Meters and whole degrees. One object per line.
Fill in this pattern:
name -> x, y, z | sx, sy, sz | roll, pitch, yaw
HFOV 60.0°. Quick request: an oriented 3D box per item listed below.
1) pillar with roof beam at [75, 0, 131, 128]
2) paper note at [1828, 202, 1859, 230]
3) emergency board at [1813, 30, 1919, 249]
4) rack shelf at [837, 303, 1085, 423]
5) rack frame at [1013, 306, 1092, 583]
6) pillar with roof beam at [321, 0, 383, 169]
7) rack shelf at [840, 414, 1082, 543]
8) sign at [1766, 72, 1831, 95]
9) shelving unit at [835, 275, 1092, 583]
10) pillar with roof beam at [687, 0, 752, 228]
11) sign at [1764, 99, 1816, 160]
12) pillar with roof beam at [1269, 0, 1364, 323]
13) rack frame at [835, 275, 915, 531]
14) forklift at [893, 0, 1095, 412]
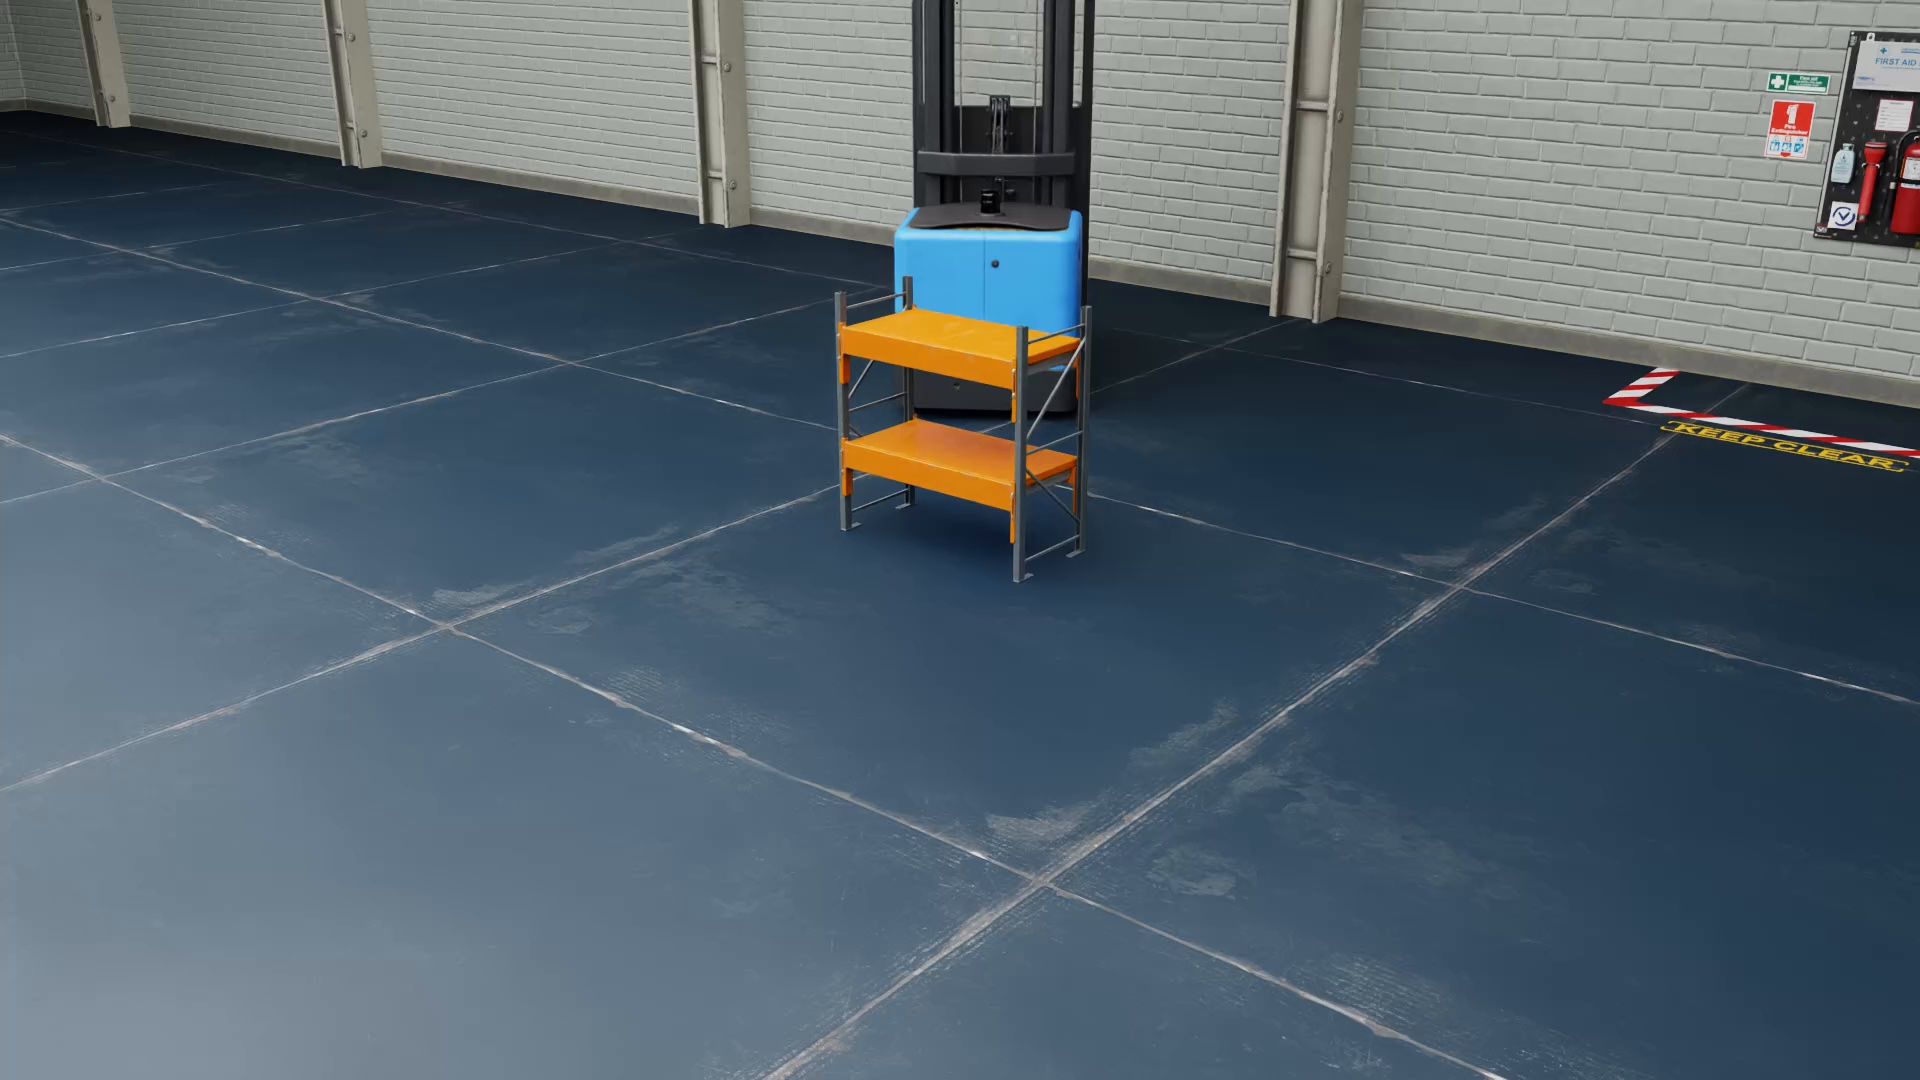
pillar with roof beam -> -14.199, -8.661, 17.881 | 0.400, 9.000, 9.100 | 16, 26, 36
paper note -> 5.133, -1.884, 9.661 | 0.142, 0.148, 0.016 | 16, 26, 36
emergency board -> 5.226, -2.238, 9.351 | 0.643, 1.169, 0.194 | 16, 26, 36
rack shelf -> 0.005, -0.799, 7.362 | 1.000, 0.278, 0.538 | 16, 26, 36
rack frame -> 0.399, -0.411, 7.165 | 0.032, 1.125, 0.500 | 16, 26, 36
pillar with roof beam -> -9.550, -7.322, 14.331 | 0.400, 9.000, 9.100 | 16, 26, 36
rack shelf -> 0.005, -0.296, 7.552 | 1.000, 0.278, 0.538 | 16, 26, 36
sign -> 4.861, -2.650, 9.644 | 0.331, 0.109, 0.001 | 16, 26, 36
shelving unit -> 0.005, -0.525, 7.466 | 1.048, 1.125, 0.538 | 16, 26, 36
pillar with roof beam -> -4.902, -5.983, 10.781 | 0.400, 9.000, 9.100 | 16, 26, 36
sign -> 4.863, -2.406, 9.746 | 0.234, 0.329, 0.001 | 16, 26, 36
pillar with roof beam -> -0.254, -4.645, 7.232 | 0.400, 9.000, 9.100 | 16, 26, 36
rack frame -> -0.389, -0.638, 7.766 | 0.032, 1.125, 0.500 | 16, 26, 36
forklift -> 0.281, -2.572, 10.334 | 1.130, 2.935, 3.031 | 2, 21, 5
